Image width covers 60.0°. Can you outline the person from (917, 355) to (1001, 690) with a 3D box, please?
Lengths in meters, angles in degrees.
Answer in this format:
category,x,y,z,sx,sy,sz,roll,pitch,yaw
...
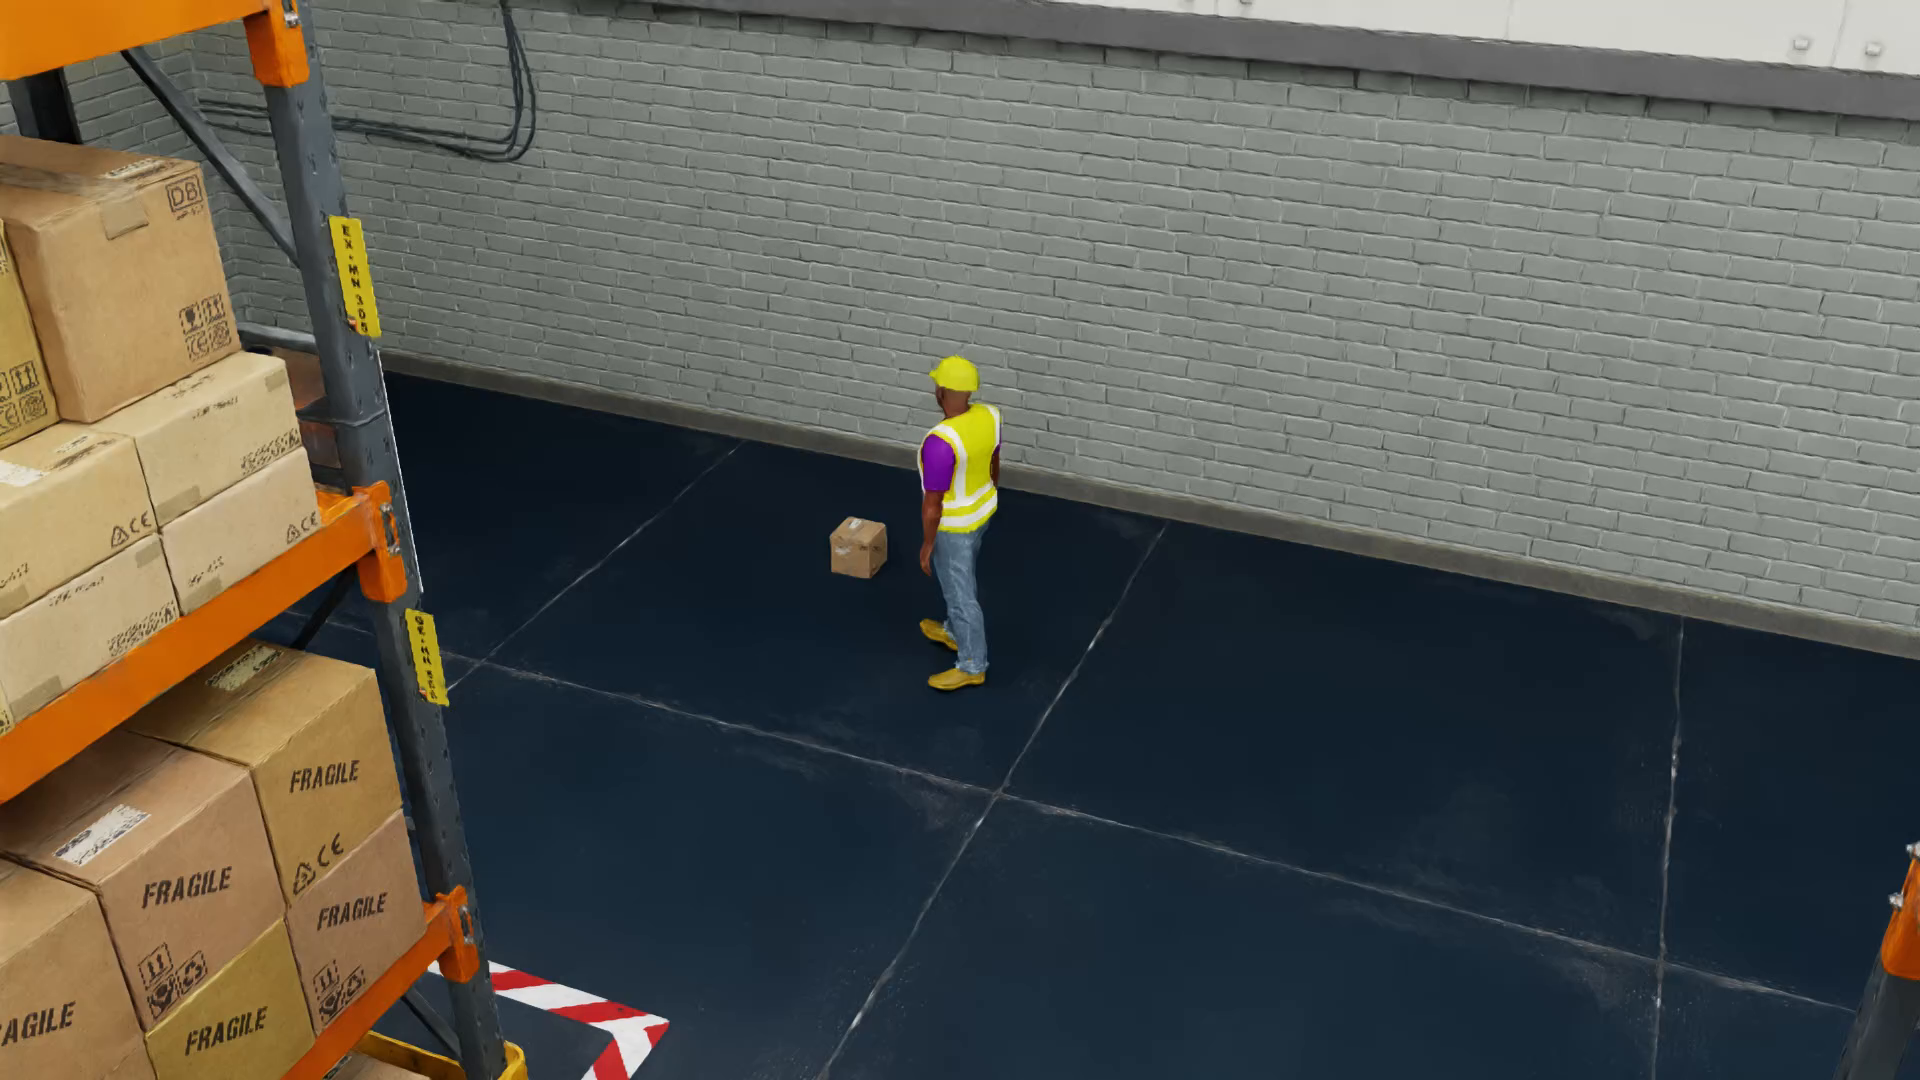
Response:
category,x,y,z,sx,sy,sz,roll,pitch,yaw
person,-0.031,-0.140,8.594,0.574,1.768,0.729,17,34,27
